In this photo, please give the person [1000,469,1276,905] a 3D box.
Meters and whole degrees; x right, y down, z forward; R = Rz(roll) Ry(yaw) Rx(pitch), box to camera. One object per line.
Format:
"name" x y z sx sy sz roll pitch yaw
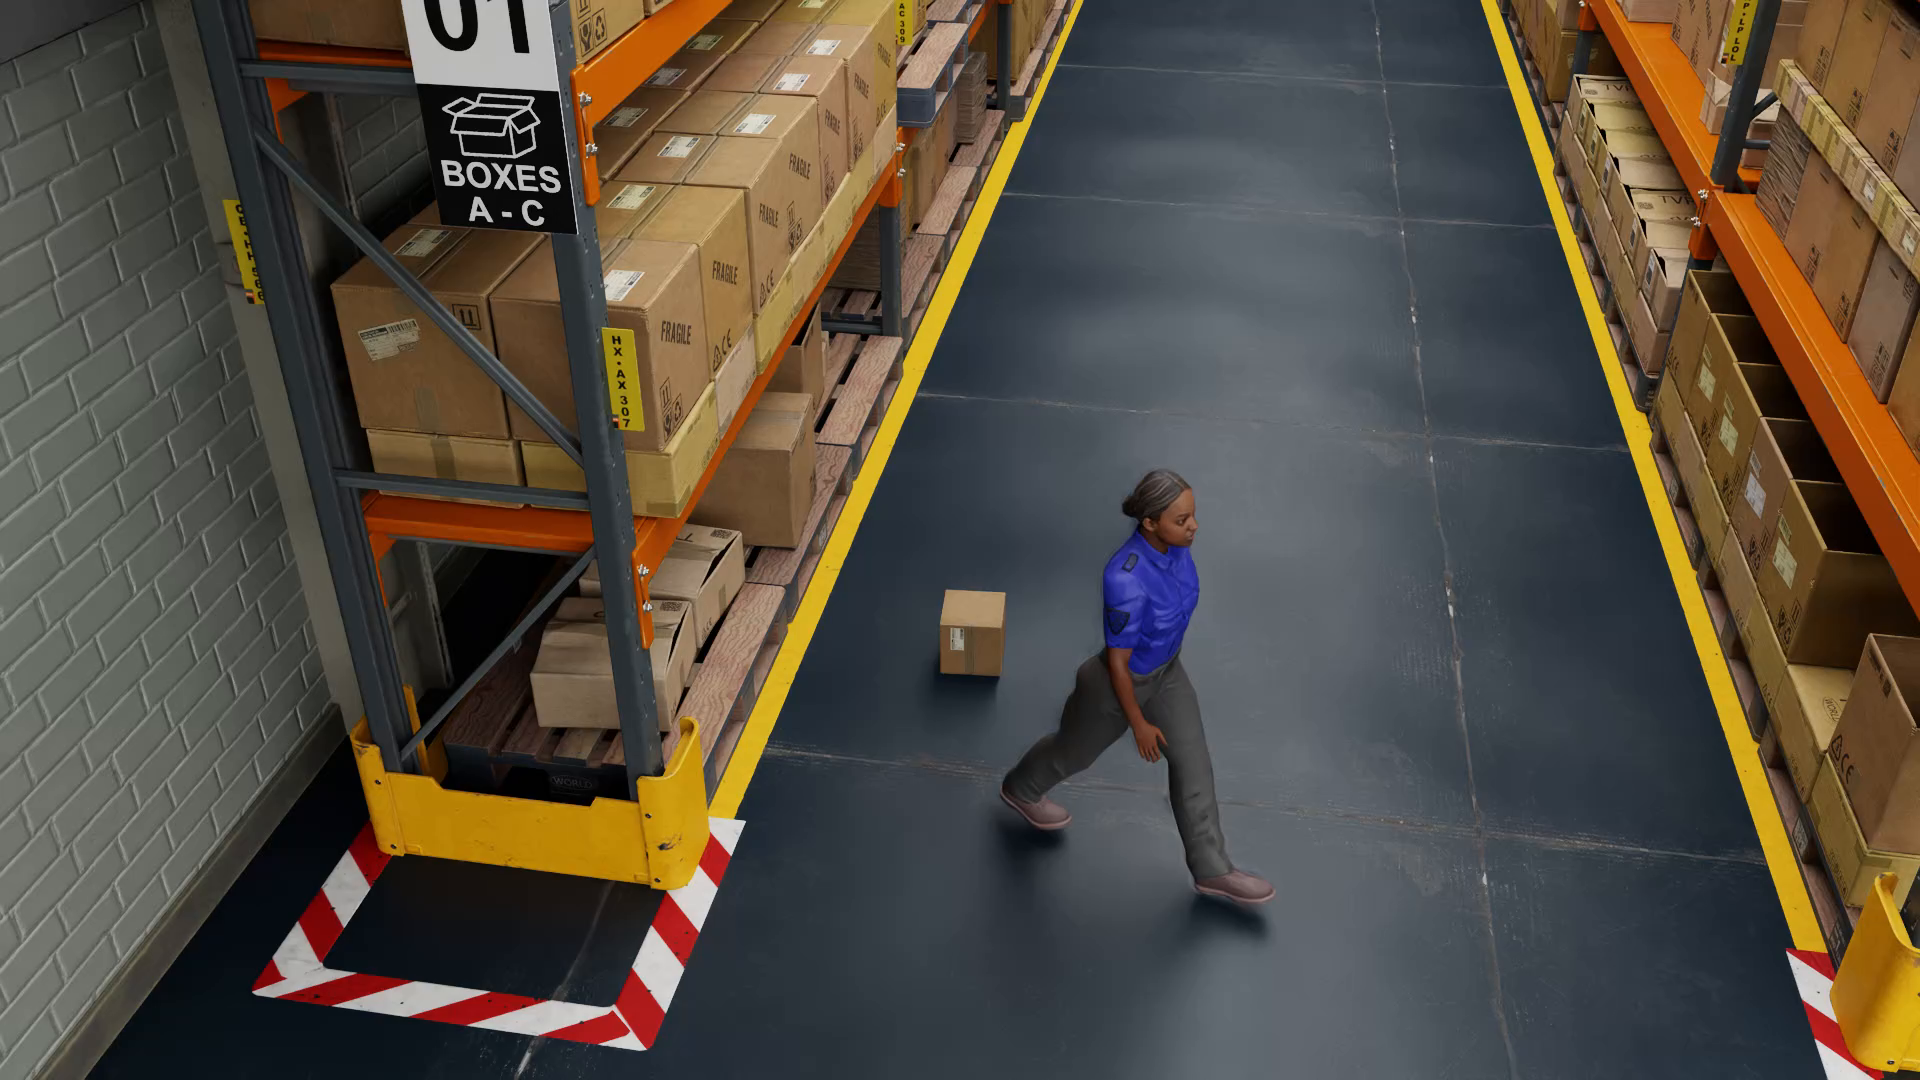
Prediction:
"person" 0.588 0.462 5.431 1.060 1.591 0.450 24 40 32
